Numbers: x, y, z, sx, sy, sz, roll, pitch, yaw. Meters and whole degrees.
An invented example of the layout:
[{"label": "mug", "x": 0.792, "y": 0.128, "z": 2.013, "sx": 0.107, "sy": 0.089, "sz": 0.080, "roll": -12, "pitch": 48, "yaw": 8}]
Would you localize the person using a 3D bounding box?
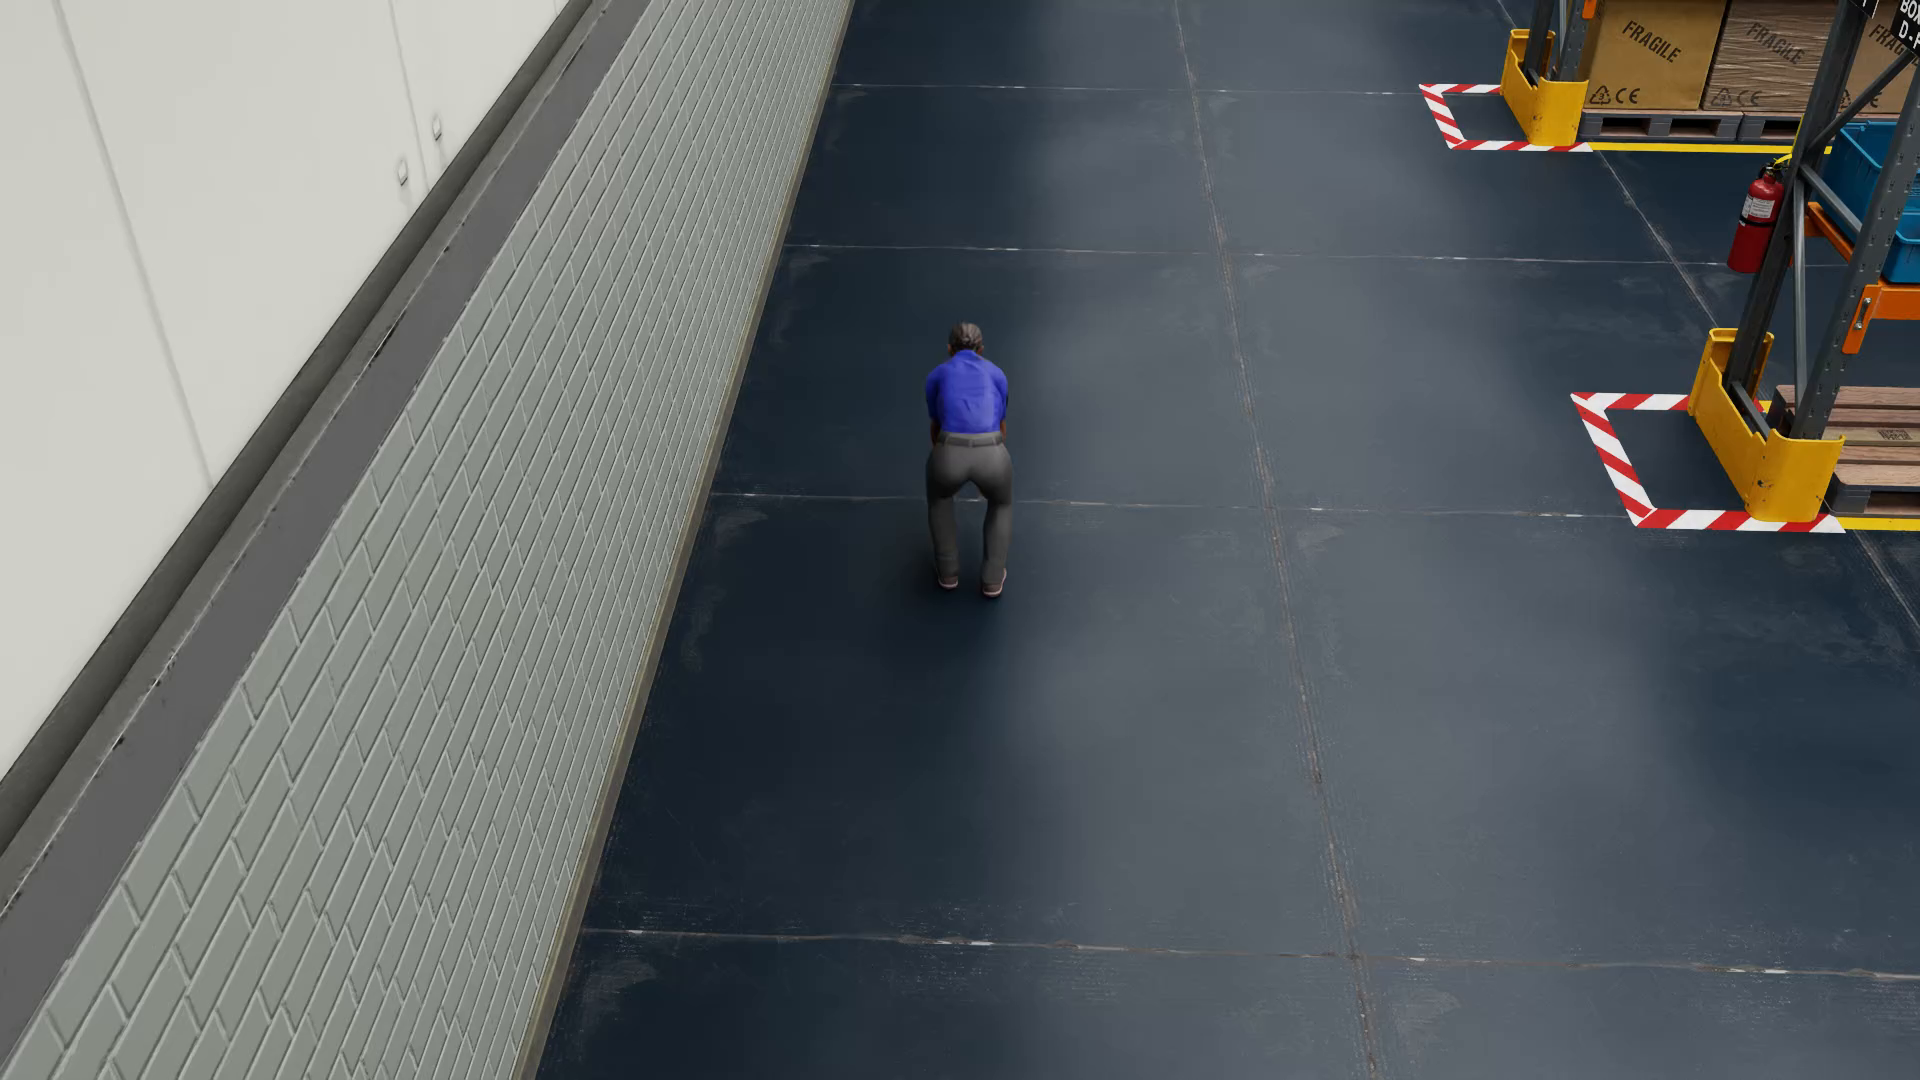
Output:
[{"label": "person", "x": 0.046, "y": -0.368, "z": 8.052, "sx": 0.430, "sy": 1.165, "sz": 0.837, "roll": 0, "pitch": 36, "yaw": 0}]
